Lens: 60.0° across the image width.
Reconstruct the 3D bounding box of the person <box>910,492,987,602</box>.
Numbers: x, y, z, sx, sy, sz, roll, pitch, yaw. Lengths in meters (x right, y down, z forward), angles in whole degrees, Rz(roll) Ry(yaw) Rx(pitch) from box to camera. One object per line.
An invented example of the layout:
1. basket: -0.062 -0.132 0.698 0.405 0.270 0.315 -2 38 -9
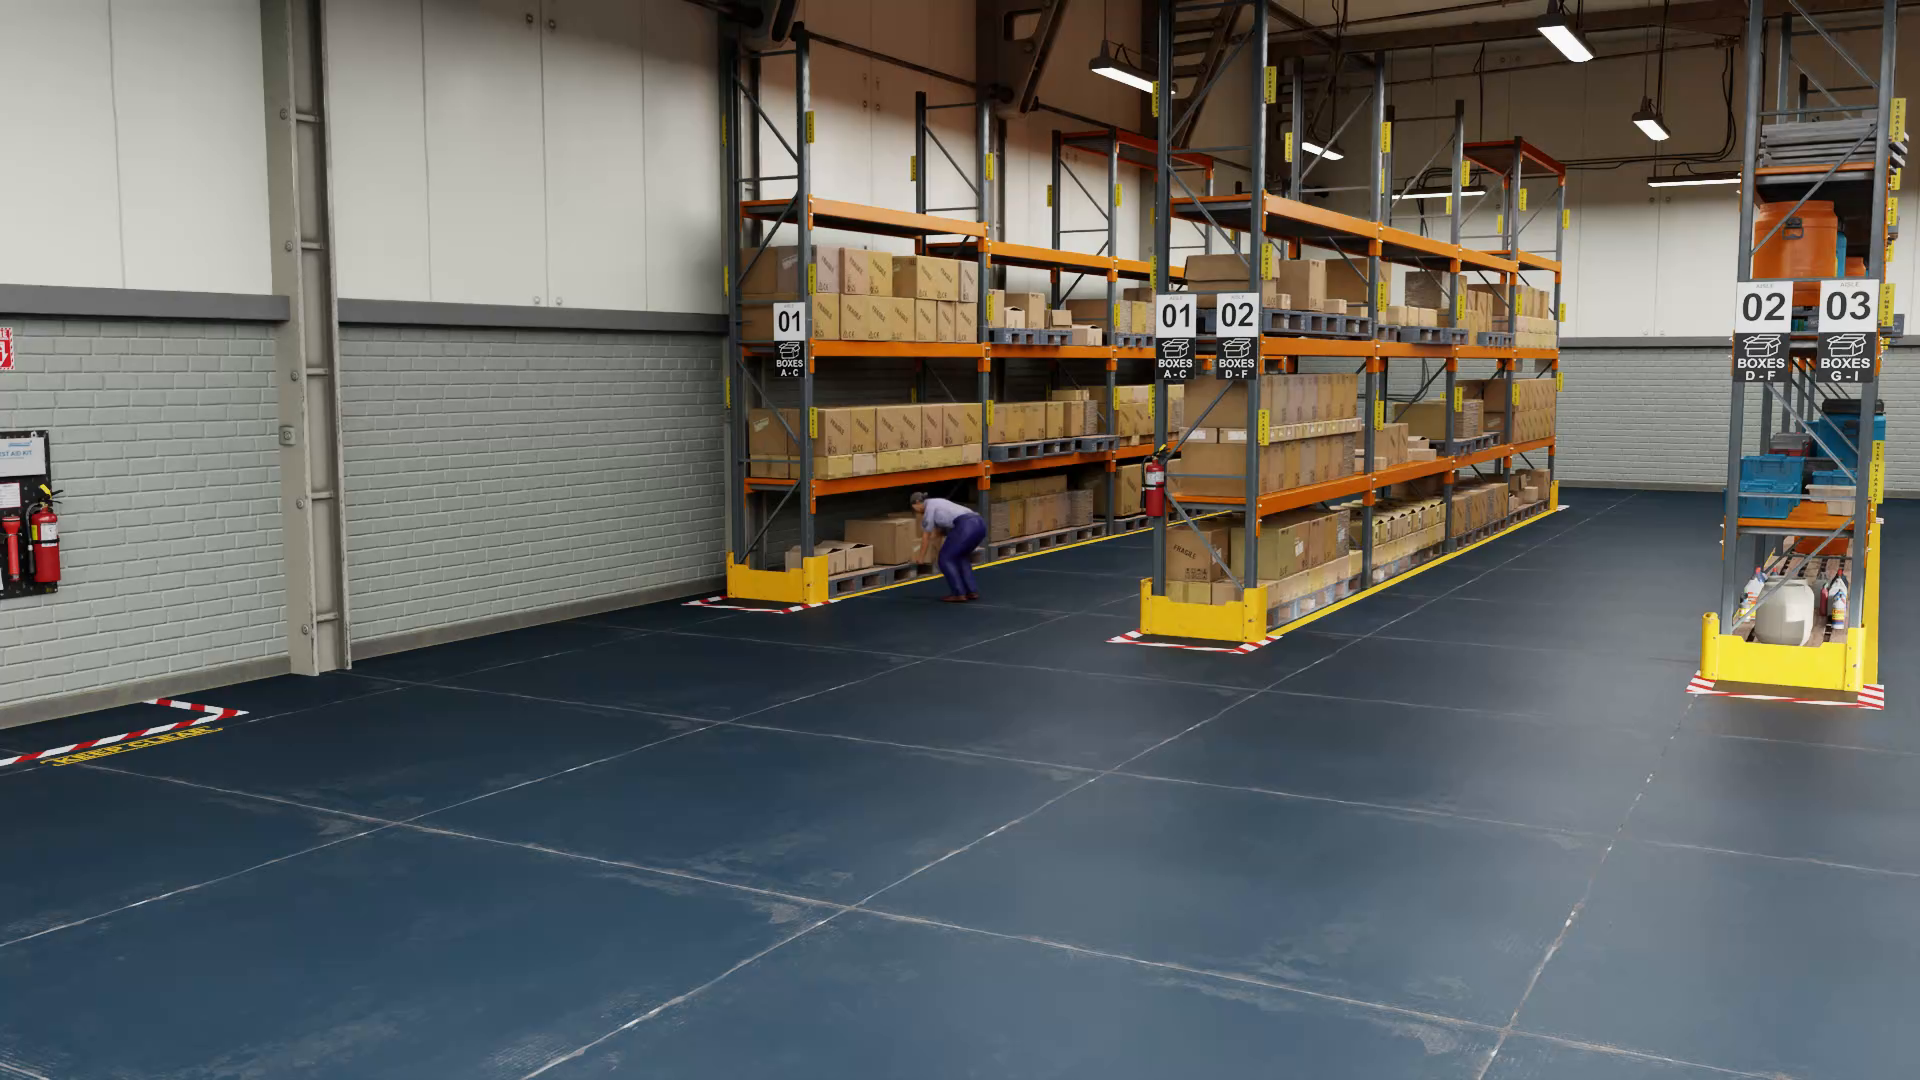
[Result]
1. person: -0.147 0.067 18.110 0.868 1.169 0.487 3 7 26
